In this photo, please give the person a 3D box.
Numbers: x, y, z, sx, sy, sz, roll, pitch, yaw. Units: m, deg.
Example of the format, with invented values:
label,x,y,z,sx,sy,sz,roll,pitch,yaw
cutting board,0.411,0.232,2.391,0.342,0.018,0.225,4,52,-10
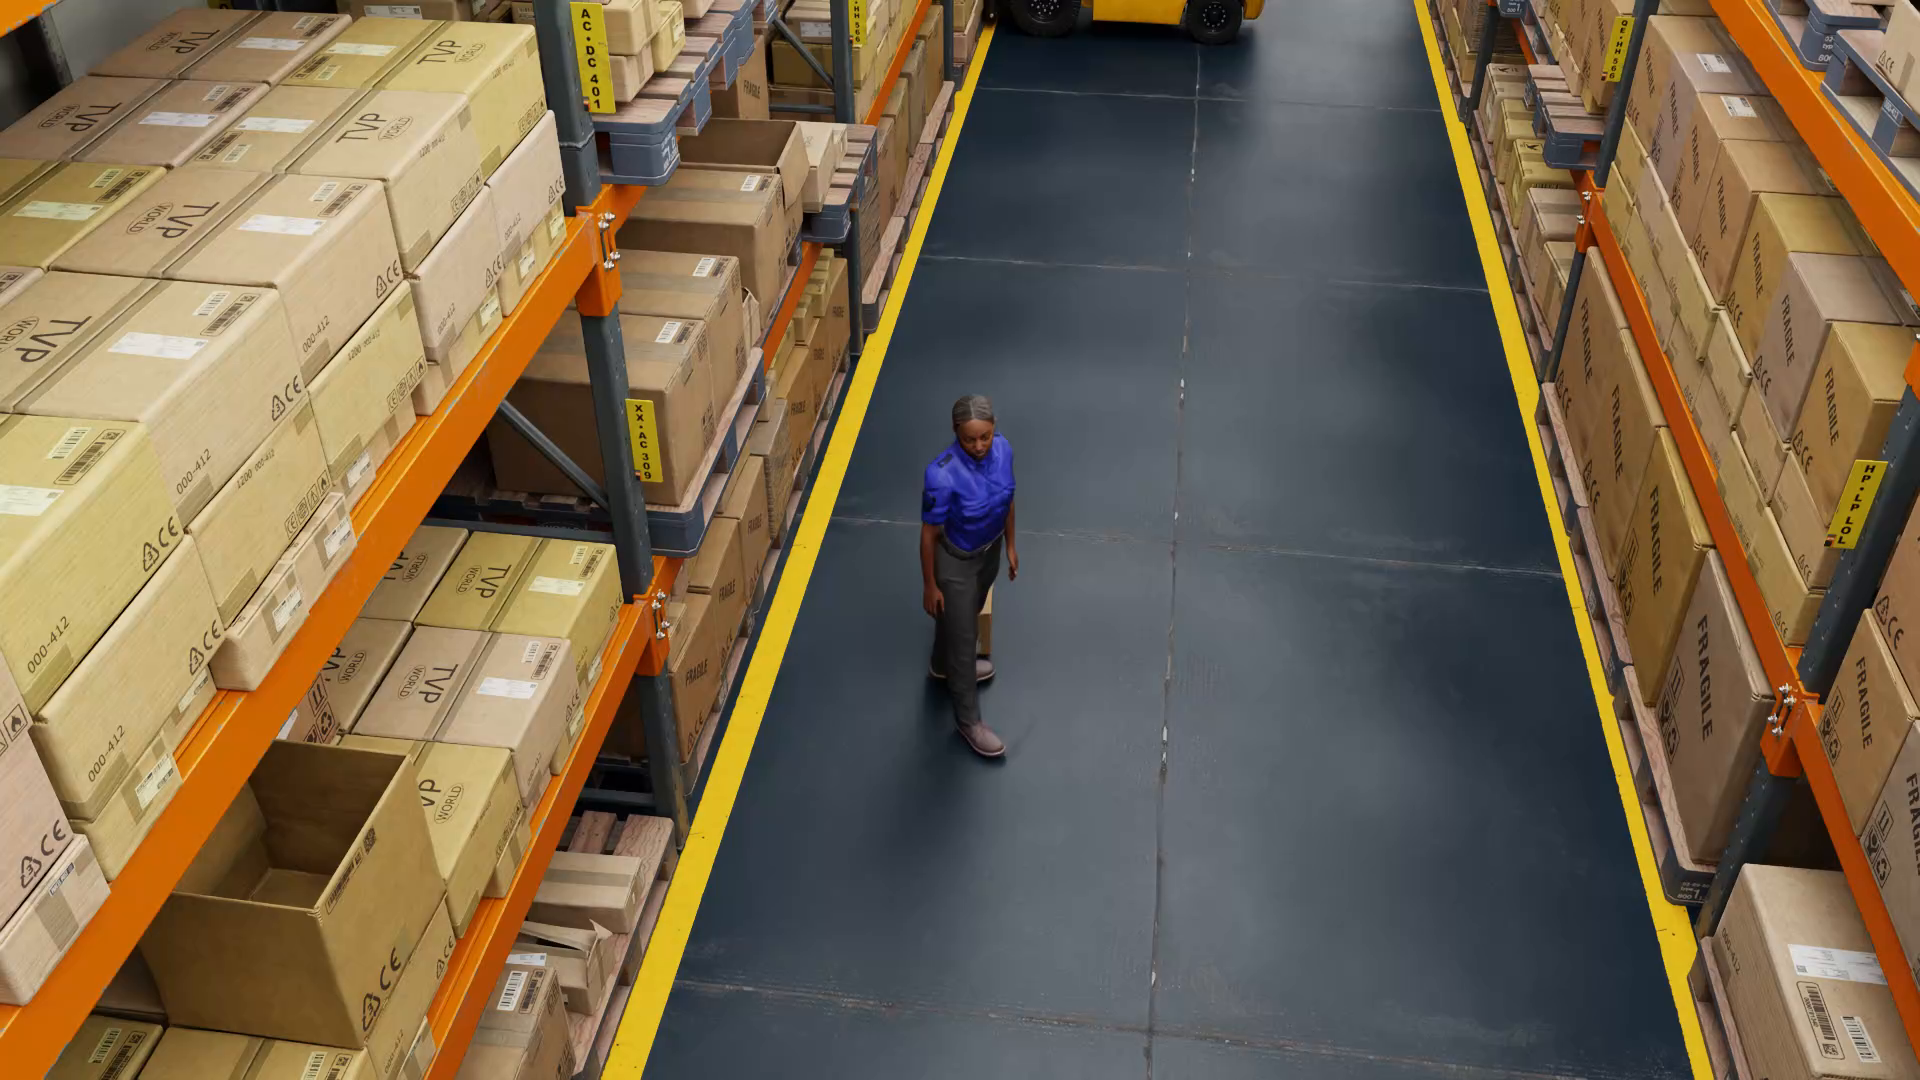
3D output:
label,x,y,z,sx,sy,sz,roll,pitch,yaw
person,0.054,0.090,6.897,0.596,1.645,0.521,26,44,31
